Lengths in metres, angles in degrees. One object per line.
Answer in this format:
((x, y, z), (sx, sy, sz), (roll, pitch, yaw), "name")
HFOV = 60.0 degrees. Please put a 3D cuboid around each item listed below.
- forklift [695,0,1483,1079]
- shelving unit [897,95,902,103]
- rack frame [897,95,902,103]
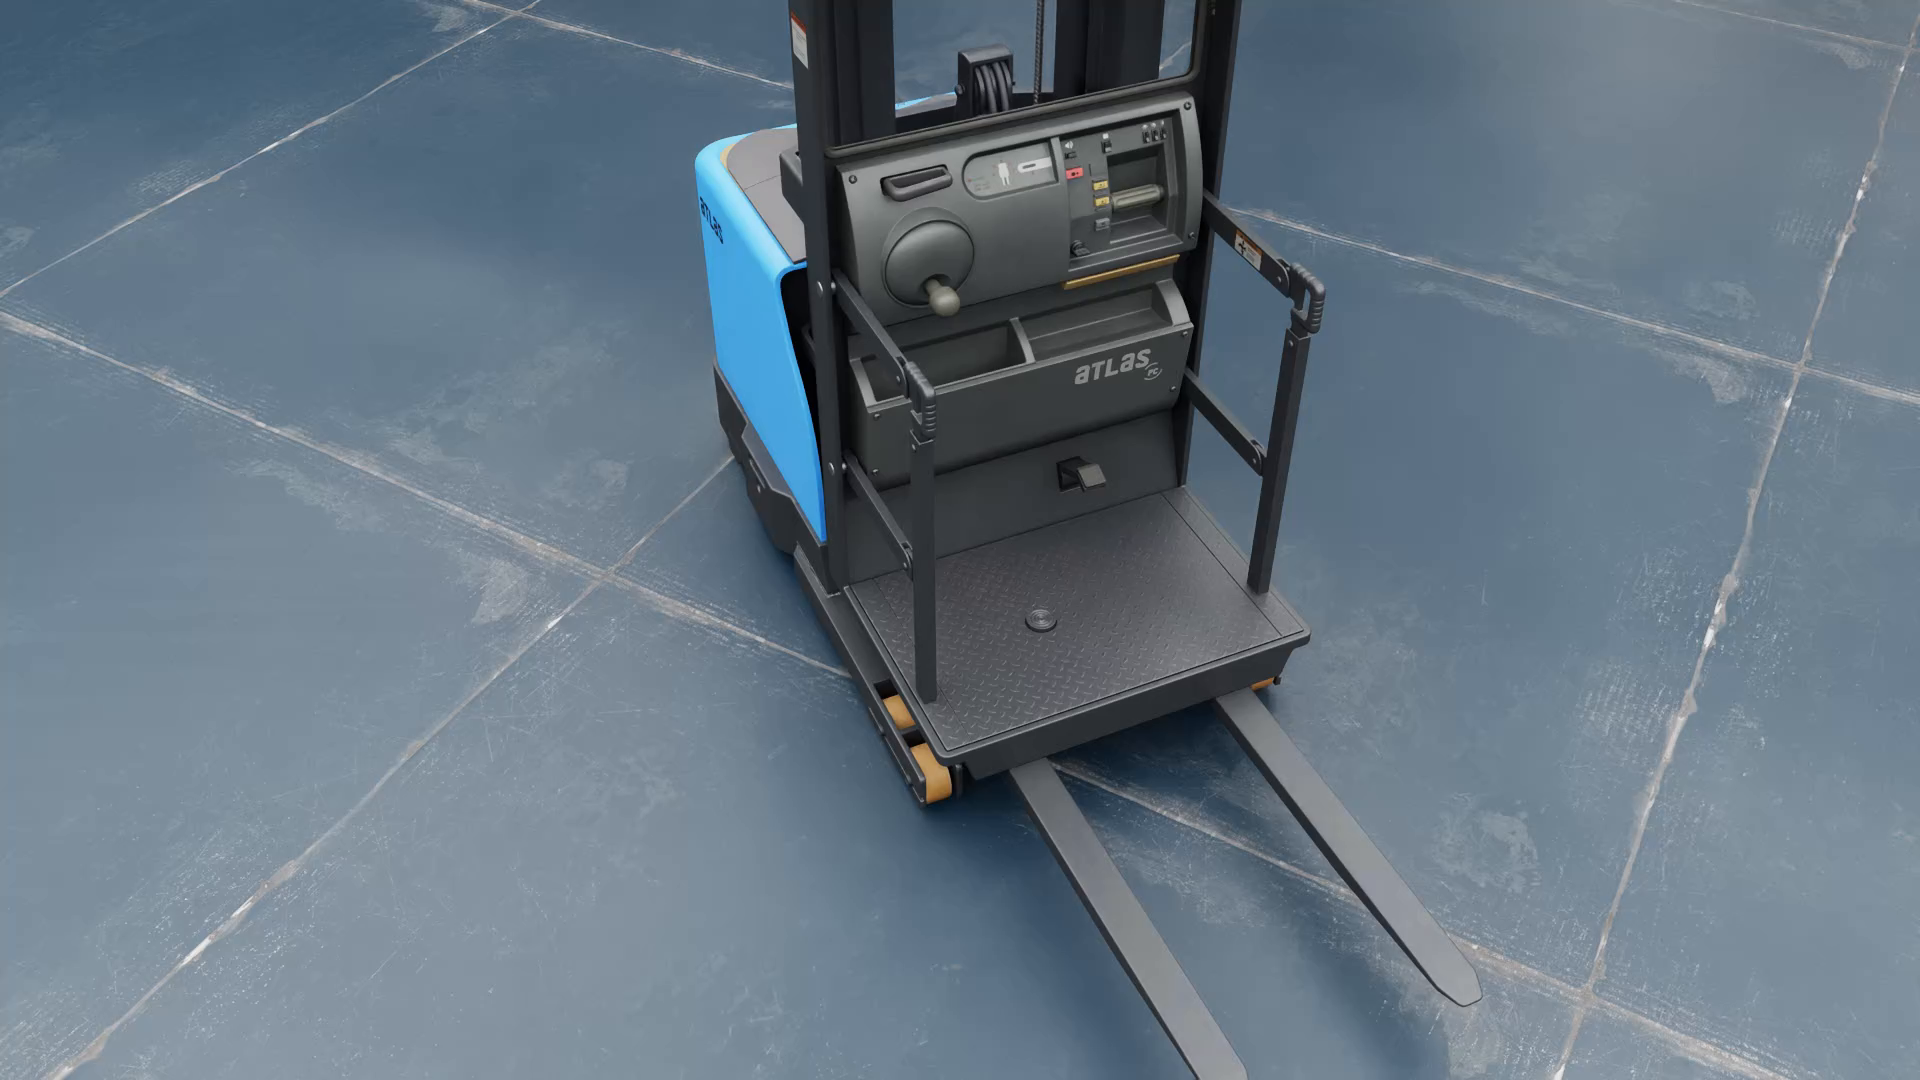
((0.255, -0.725, 3.855), (1.130, 2.935, 3.031), (-17, 44, -18), "forklift")
((-0.340, -1.029, 5.624), (0.252, 1.050, 0.215), (-17, 44, -18), "shelving unit")
((-0.229, -1.062, 5.662), (0.008, 1.050, 0.200), (-17, 44, -18), "rack frame")
